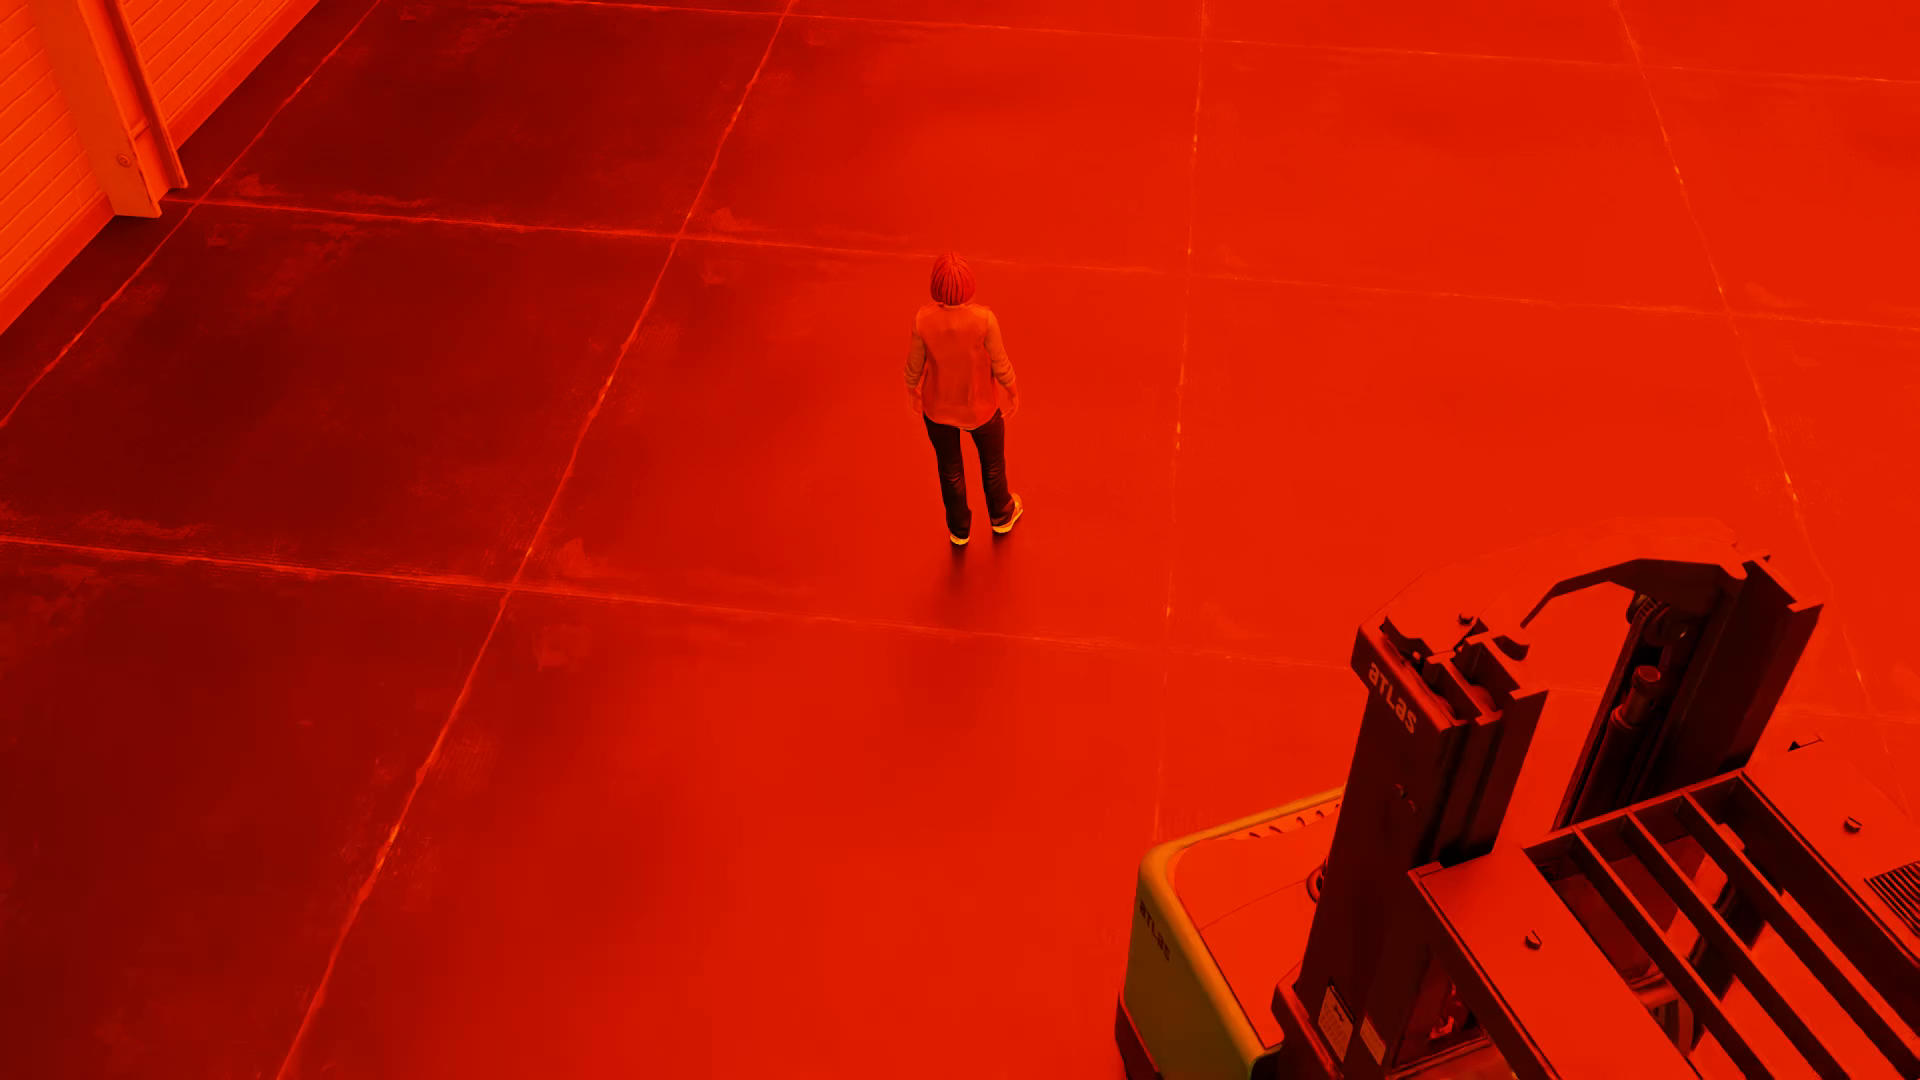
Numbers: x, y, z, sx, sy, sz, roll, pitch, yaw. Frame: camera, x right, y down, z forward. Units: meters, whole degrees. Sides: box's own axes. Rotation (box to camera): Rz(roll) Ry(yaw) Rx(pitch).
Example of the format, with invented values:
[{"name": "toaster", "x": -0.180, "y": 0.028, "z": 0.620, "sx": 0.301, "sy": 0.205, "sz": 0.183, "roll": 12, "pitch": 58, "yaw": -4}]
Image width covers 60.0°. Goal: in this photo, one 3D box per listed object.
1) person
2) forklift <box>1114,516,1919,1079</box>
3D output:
[{"name": "person", "x": 0.024, "y": -0.642, "z": 7.398, "sx": 0.520, "sy": 1.597, "sz": 0.476, "roll": 5, "pitch": 43, "yaw": 6}, {"name": "forklift", "x": 1.544, "y": 1.509, "z": 4.082, "sx": 1.130, "sy": 2.935, "sz": 3.031, "roll": -14, "pitch": 45, "yaw": -15}]
